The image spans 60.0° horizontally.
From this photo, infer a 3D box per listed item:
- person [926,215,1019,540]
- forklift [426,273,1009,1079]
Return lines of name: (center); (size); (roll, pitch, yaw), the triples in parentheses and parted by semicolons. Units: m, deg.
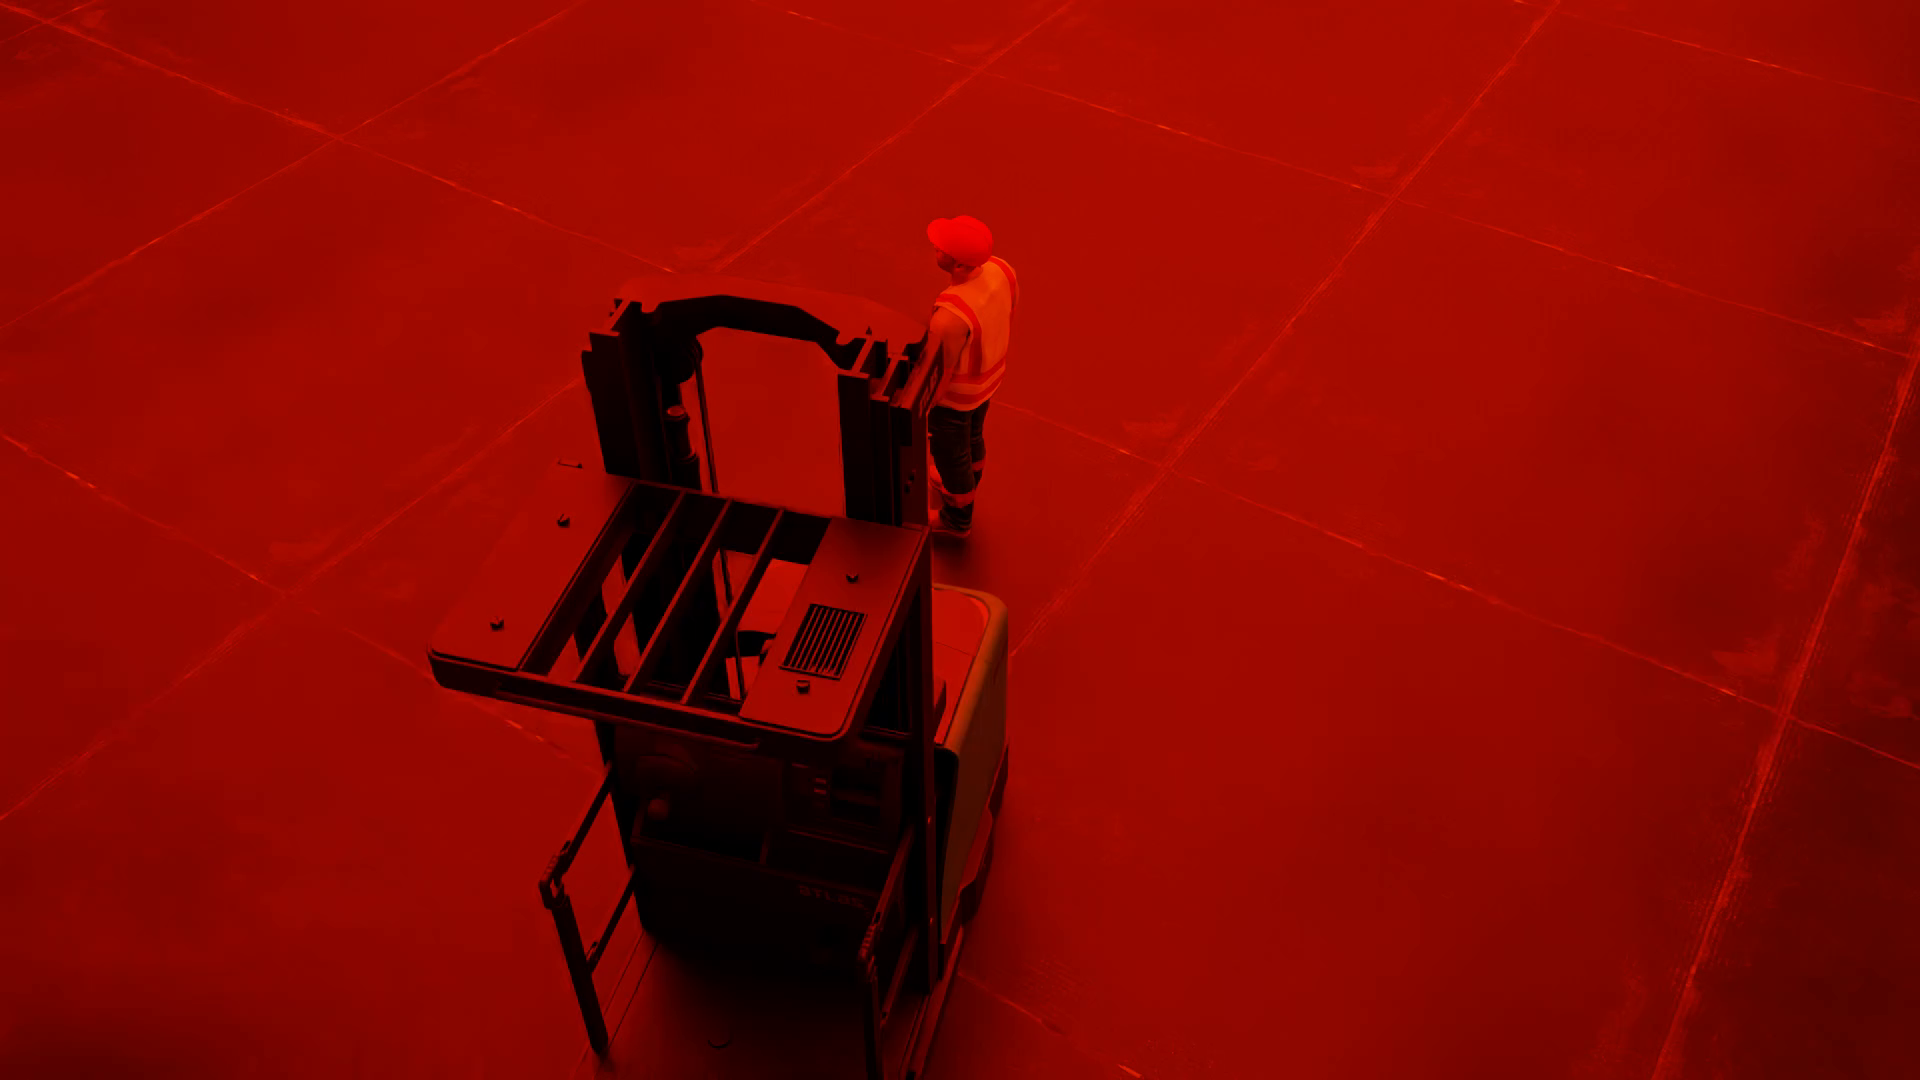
person: (-0.060, -0.721, 7.369); (0.563, 1.788, 0.638); (24, 48, 23)
forklift: (-0.679, 0.817, 4.987); (1.130, 2.935, 3.031); (10, 44, 11)
